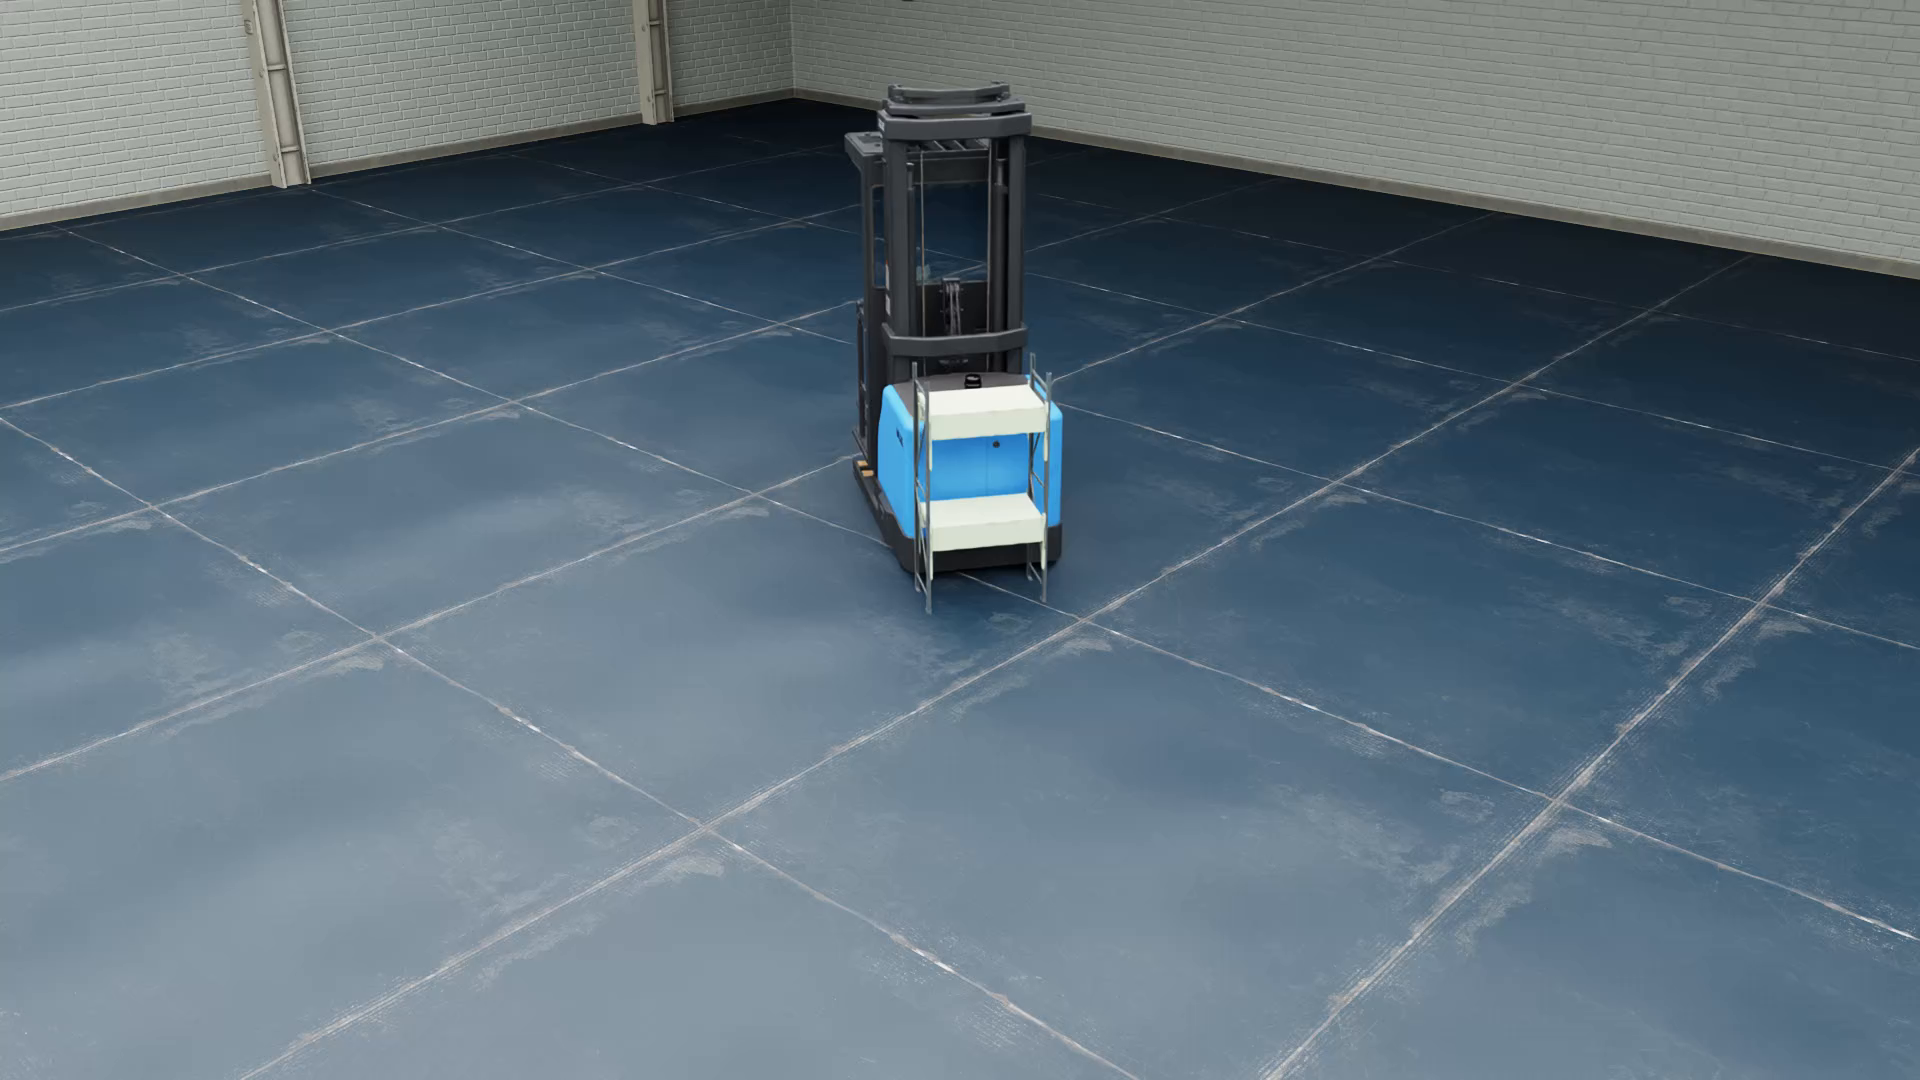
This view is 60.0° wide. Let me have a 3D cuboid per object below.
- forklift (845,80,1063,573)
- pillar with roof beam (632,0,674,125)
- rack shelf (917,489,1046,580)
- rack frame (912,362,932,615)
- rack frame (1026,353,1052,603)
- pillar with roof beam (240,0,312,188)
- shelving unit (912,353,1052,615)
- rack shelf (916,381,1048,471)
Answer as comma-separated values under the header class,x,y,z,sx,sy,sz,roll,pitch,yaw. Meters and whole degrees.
class,x,y,z,sx,sy,sz,roll,pitch,yaw
forklift,-0.163,-1.702,11.464,1.130,2.935,3.031,-5,25,-12
pillar with roof beam,-1.442,-9.366,21.140,9.100,9.000,0.400,20,31,38
rack shelf,0.126,-0.040,10.302,0.720,0.370,0.431,-5,25,-12
rack frame,-0.231,-0.304,10.095,0.023,1.500,0.400,-5,25,-12
rack frame,0.483,-0.370,10.243,0.023,1.500,0.400,-5,25,-12
pillar with roof beam,-5.447,-7.538,17.062,9.100,9.000,0.400,20,31,38
shelving unit,0.126,-0.337,10.169,0.755,1.500,0.431,-5,25,-12
rack shelf,0.126,-0.693,10.009,0.720,0.370,0.431,-5,25,-12
